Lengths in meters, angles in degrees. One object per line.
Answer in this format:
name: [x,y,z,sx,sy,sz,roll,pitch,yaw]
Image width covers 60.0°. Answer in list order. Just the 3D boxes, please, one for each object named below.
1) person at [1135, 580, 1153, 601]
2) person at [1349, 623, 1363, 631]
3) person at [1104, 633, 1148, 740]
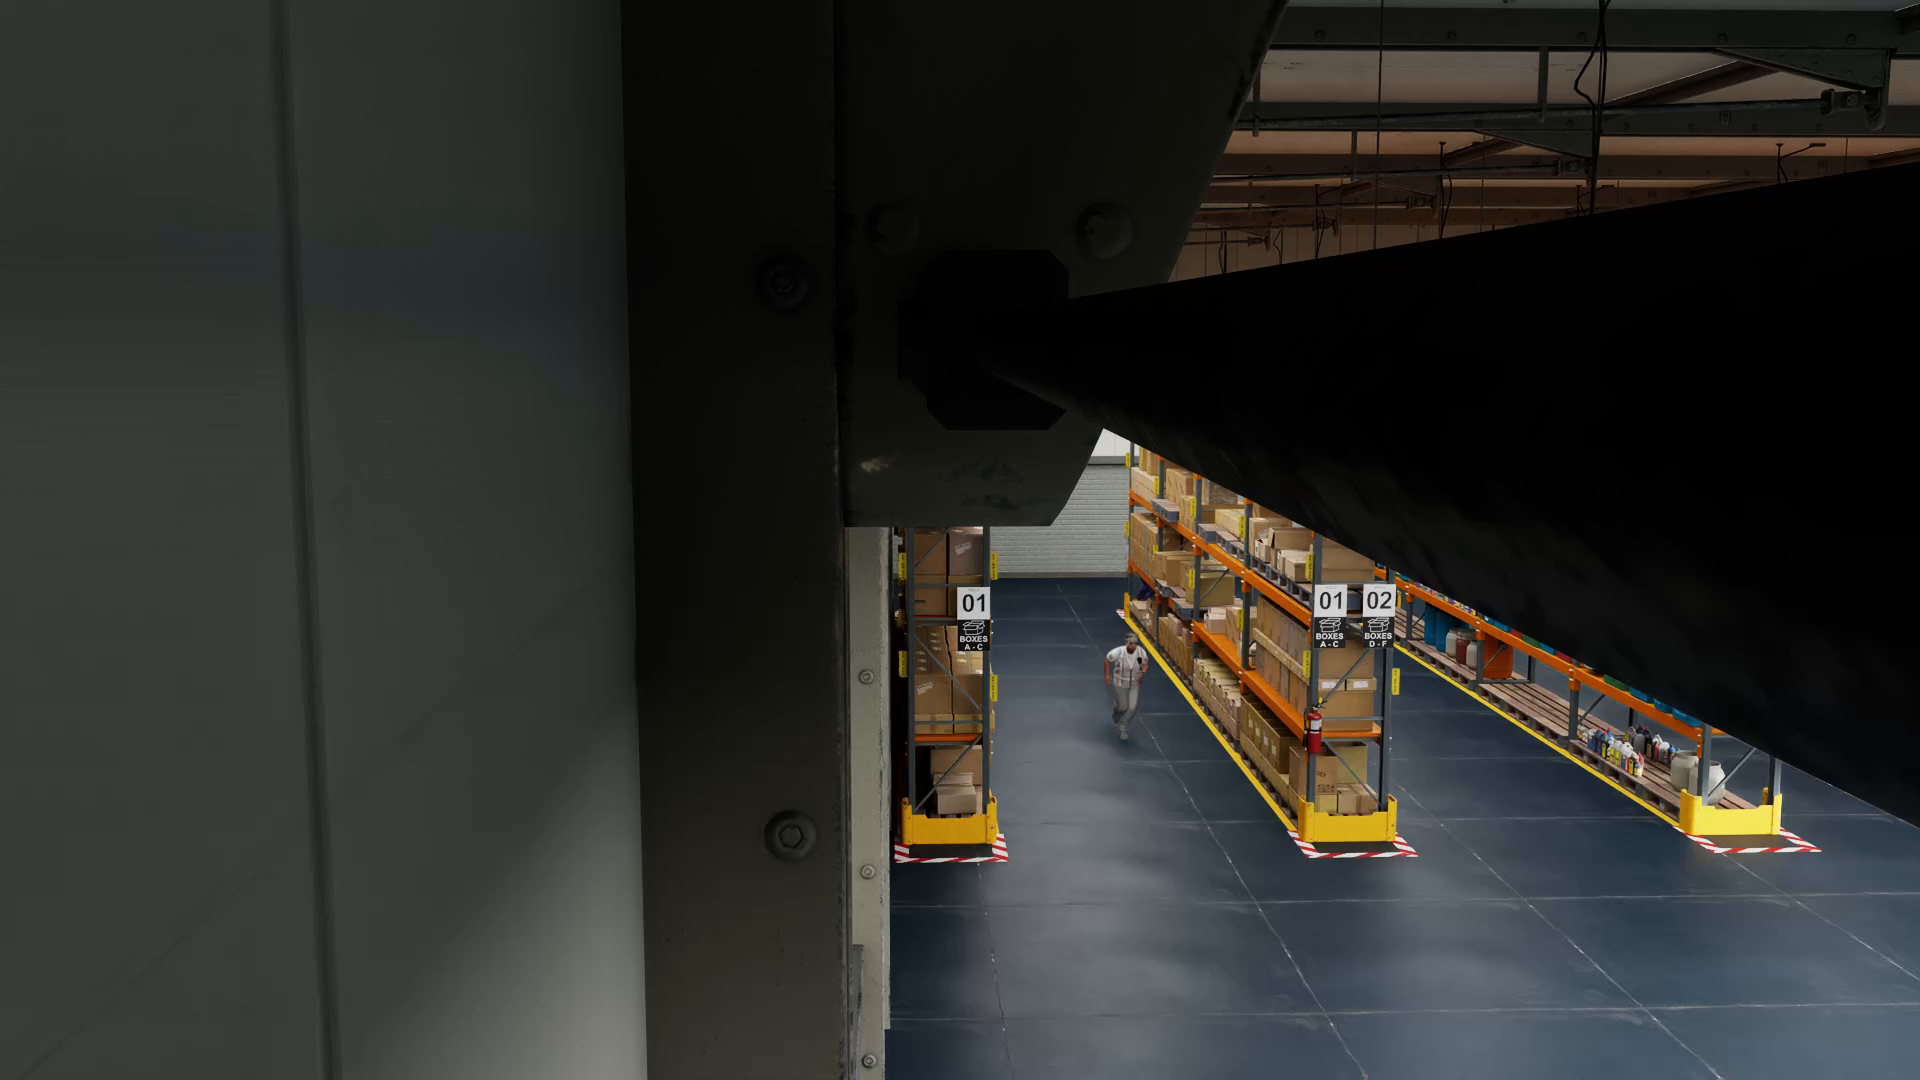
person: [4.279,0.728,37.586,0.682,1.655,0.607,1,7,9]
person: [6.791,1.746,29.255,0.672,1.728,0.589,0,7,-4]
person: [2.568,2.230,25.670,0.655,1.704,0.761,-2,8,-14]
